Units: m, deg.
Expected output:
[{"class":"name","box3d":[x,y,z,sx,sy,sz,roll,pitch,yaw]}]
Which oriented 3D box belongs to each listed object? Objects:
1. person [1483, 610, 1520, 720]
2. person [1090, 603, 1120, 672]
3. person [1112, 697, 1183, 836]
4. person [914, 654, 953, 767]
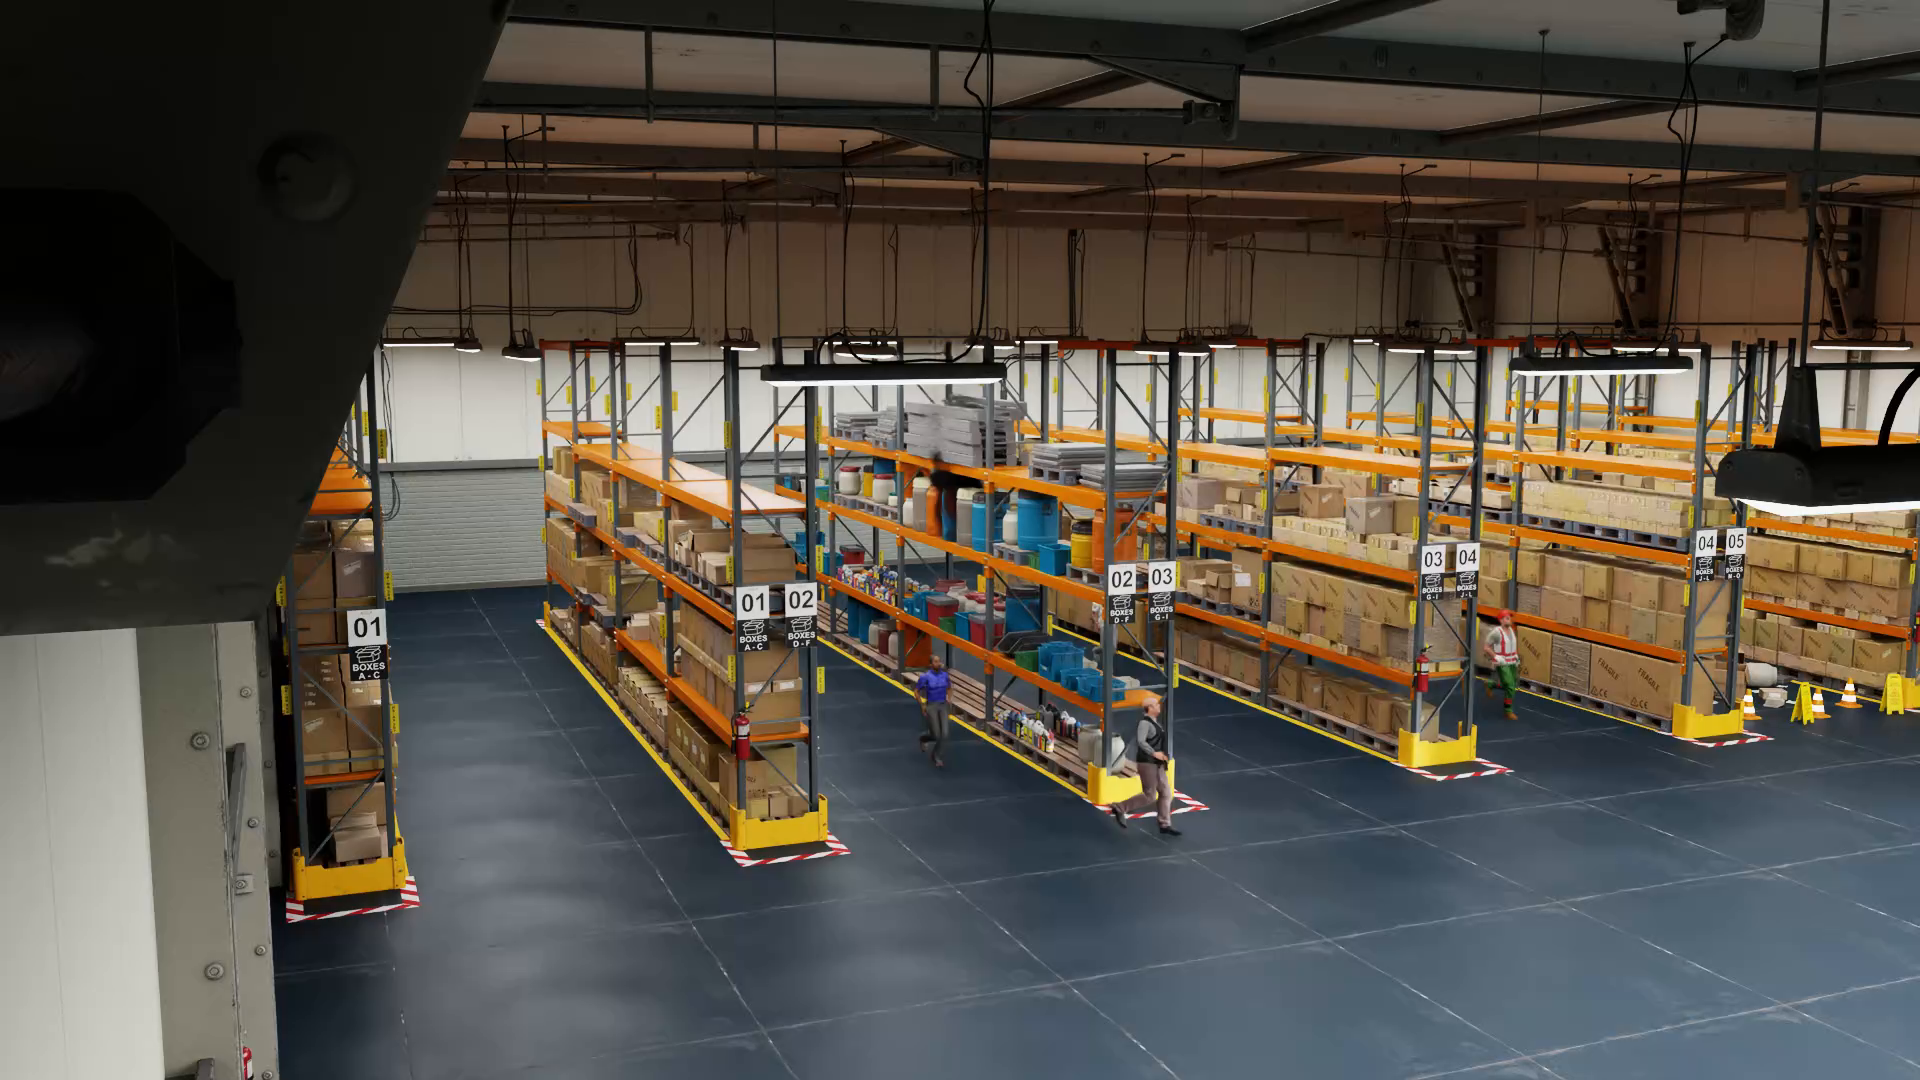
[{"class":"person","box3d":[8.755,1.993,26.903,0.673,1.740,0.770,-5,9,-34]},{"class":"person","box3d":[2.684,1.576,30.403,0.583,1.662,0.558,-3,8,-24]},{"class":"person","box3d":[2.394,2.800,20.802,0.890,1.675,0.714,2,8,18]},{"class":"person","box3d":[-0.359,2.439,23.967,0.583,1.615,0.558,-4,8,-27]}]
